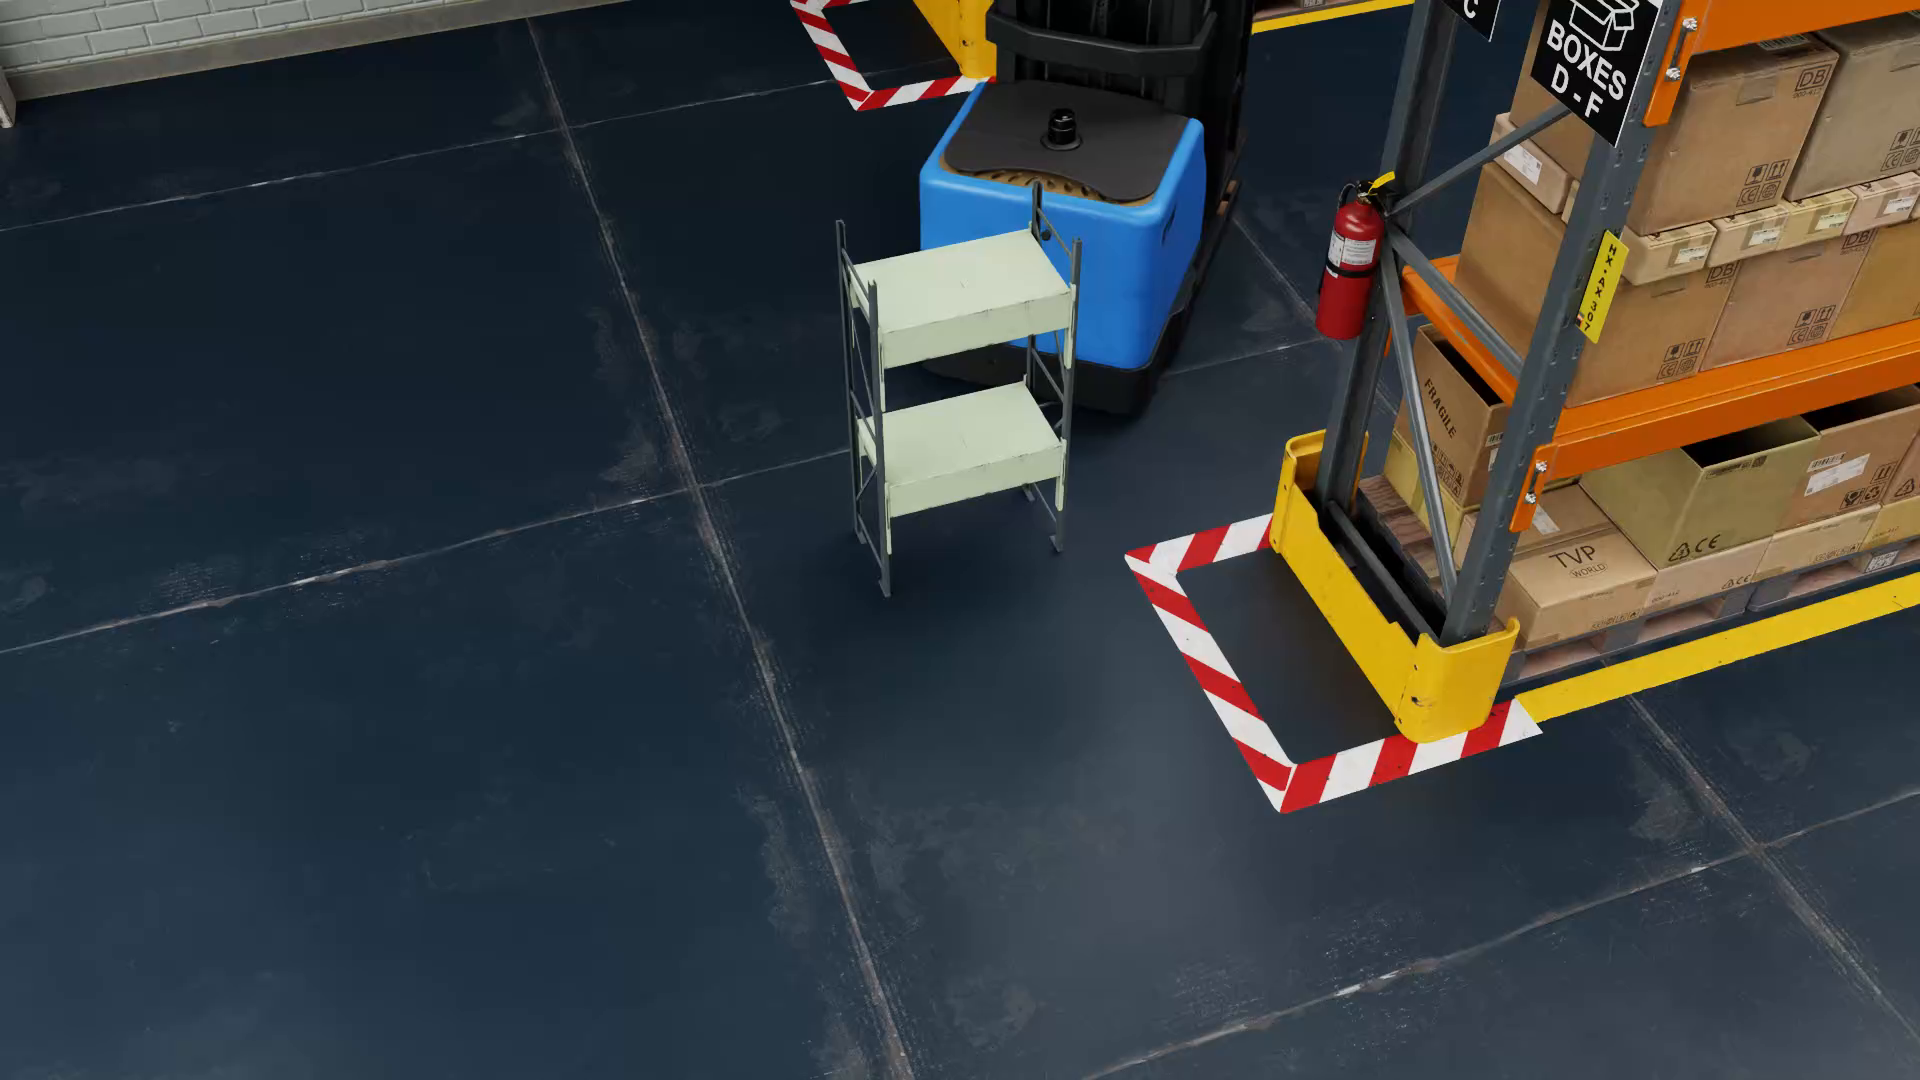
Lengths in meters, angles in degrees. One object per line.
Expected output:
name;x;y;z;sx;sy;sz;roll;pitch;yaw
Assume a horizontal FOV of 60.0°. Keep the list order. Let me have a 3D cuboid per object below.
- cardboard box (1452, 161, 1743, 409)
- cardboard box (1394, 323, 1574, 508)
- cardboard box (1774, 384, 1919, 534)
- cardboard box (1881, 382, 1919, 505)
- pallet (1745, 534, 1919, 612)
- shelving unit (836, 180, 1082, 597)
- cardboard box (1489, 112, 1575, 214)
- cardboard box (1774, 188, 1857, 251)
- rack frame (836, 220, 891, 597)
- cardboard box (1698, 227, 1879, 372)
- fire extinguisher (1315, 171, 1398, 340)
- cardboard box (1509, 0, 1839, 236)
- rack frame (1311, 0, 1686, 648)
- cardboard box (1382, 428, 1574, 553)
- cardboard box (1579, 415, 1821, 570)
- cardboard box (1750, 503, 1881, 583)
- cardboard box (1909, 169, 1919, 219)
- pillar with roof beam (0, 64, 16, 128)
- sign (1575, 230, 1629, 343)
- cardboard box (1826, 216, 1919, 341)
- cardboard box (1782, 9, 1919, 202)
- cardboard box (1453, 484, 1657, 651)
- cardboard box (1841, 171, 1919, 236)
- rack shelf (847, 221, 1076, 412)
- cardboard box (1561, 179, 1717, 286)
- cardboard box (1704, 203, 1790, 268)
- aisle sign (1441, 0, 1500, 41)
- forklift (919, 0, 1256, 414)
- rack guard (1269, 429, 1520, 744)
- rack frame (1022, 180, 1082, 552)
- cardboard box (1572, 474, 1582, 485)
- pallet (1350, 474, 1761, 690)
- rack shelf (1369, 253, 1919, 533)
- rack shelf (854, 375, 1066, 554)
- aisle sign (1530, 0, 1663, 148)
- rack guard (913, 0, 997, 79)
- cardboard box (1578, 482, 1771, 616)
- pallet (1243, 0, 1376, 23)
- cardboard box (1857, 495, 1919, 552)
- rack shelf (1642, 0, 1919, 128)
cardboard box;2.062;-0.885;5.443;0.500;0.500;0.700;-14;47;-14
cardboard box;2.022;-0.515;6.261;0.500;0.500;0.500;-14;47;-14
cardboard box;3.134;-0.419;6.165;0.500;0.500;0.500;-14;47;-14
cardboard box;3.610;-0.528;6.274;0.500;0.500;0.500;-14;47;-14
pallet;3.469;-0.264;6.864;1.213;0.211;1.003;-14;47;-14
shelving unit;-0.006;-0.528;6.217;0.755;1.500;0.431;-14;47;-14
cardboard box;1.913;-1.229;5.328;0.250;0.149;0.380;-15;47;-15
cardboard box;2.543;-1.085;5.185;0.250;0.149;0.380;-14;47;-14
rack frame;-0.351;-0.440;6.129;0.023;1.500;0.400;-14;47;-14
cardboard box;2.554;-1.014;5.572;0.500;0.500;0.700;-13;47;-13
fire extinguisher;1.349;-0.999;5.683;0.183;0.674;0.296;-14;47;-14
cardboard box;2.112;-1.355;4.997;0.500;0.500;0.700;-14;47;-14
rack frame;1.618;-0.746;5.375;0.127;3.000;1.000;-14;47;-14
cardboard box;2.022;-0.249;6.525;0.500;0.250;0.500;-14;47;-14
cardboard box;2.668;-0.290;6.037;0.500;0.500;0.500;-14;47;-14
cardboard box;3.138;-0.147;6.423;0.500;0.250;0.500;-14;47;-14
cardboard box;3.031;-1.210;5.310;0.250;0.149;0.380;-16;47;-15
pillar with roof beam;-3.884;-2.596;2.984;0.400;9.000;9.100;-14;47;-14
sign;1.801;-0.708;4.671;0.005;0.325;0.100;-14;47;-14
cardboard box;3.023;-1.130;5.688;0.500;0.500;0.700;-14;47;-14
cardboard box;2.604;-1.485;5.126;0.500;0.500;0.700;-15;47;-15
cardboard box;2.198;0.096;6.181;0.500;0.250;0.500;-14;47;-14
cardboard box;2.781;-1.144;5.244;0.250;0.149;0.380;-15;47;-14
rack shelf;-0.006;-0.803;5.941;0.720;0.370;0.431;-14;47;-14
cardboard box;2.061;-0.961;5.061;0.250;0.149;0.380;-15;47;-14
cardboard box;2.308;-1.026;5.126;0.250;0.149;0.380;-15;47;-15
aisle sign;1.457;-1.843;4.634;0.004;0.787;0.394;-14;47;-14
forklift;0.780;-2.640;7.312;1.130;2.935;3.031;14;47;13
rack guard;1.596;0.143;6.255;0.348;0.500;1.175;-14;47;-14
rack frame;0.338;-0.616;6.305;0.023;1.500;0.400;-14;47;-14
cardboard box;2.489;-0.377;6.653;0.500;0.250;0.500;-14;47;-14
pallet;2.323;0.027;6.574;1.213;0.211;1.003;-14;47;-14
rack shelf;3.500;-0.973;6.110;4.000;0.370;1.077;-14;47;-14
rack shelf;-0.006;-0.298;6.448;0.720;0.370;0.431;-14;47;-14
aisle sign;1.661;-1.443;4.235;0.004;0.787;0.394;-14;47;-14
rack guard;0.004;-3.181;9.567;0.348;0.500;1.175;-14;47;-14
cardboard box;2.667;-0.027;6.304;0.500;0.250;0.500;-14;47;-14
pallet;1.926;-3.541;10.131;1.213;0.211;1.003;-14;47;-14
cardboard box;3.610;-0.264;6.540;0.500;0.250;0.500;-14;47;-14
rack shelf;3.500;-2.032;5.047;4.000;0.370;1.077;-14;47;-14
